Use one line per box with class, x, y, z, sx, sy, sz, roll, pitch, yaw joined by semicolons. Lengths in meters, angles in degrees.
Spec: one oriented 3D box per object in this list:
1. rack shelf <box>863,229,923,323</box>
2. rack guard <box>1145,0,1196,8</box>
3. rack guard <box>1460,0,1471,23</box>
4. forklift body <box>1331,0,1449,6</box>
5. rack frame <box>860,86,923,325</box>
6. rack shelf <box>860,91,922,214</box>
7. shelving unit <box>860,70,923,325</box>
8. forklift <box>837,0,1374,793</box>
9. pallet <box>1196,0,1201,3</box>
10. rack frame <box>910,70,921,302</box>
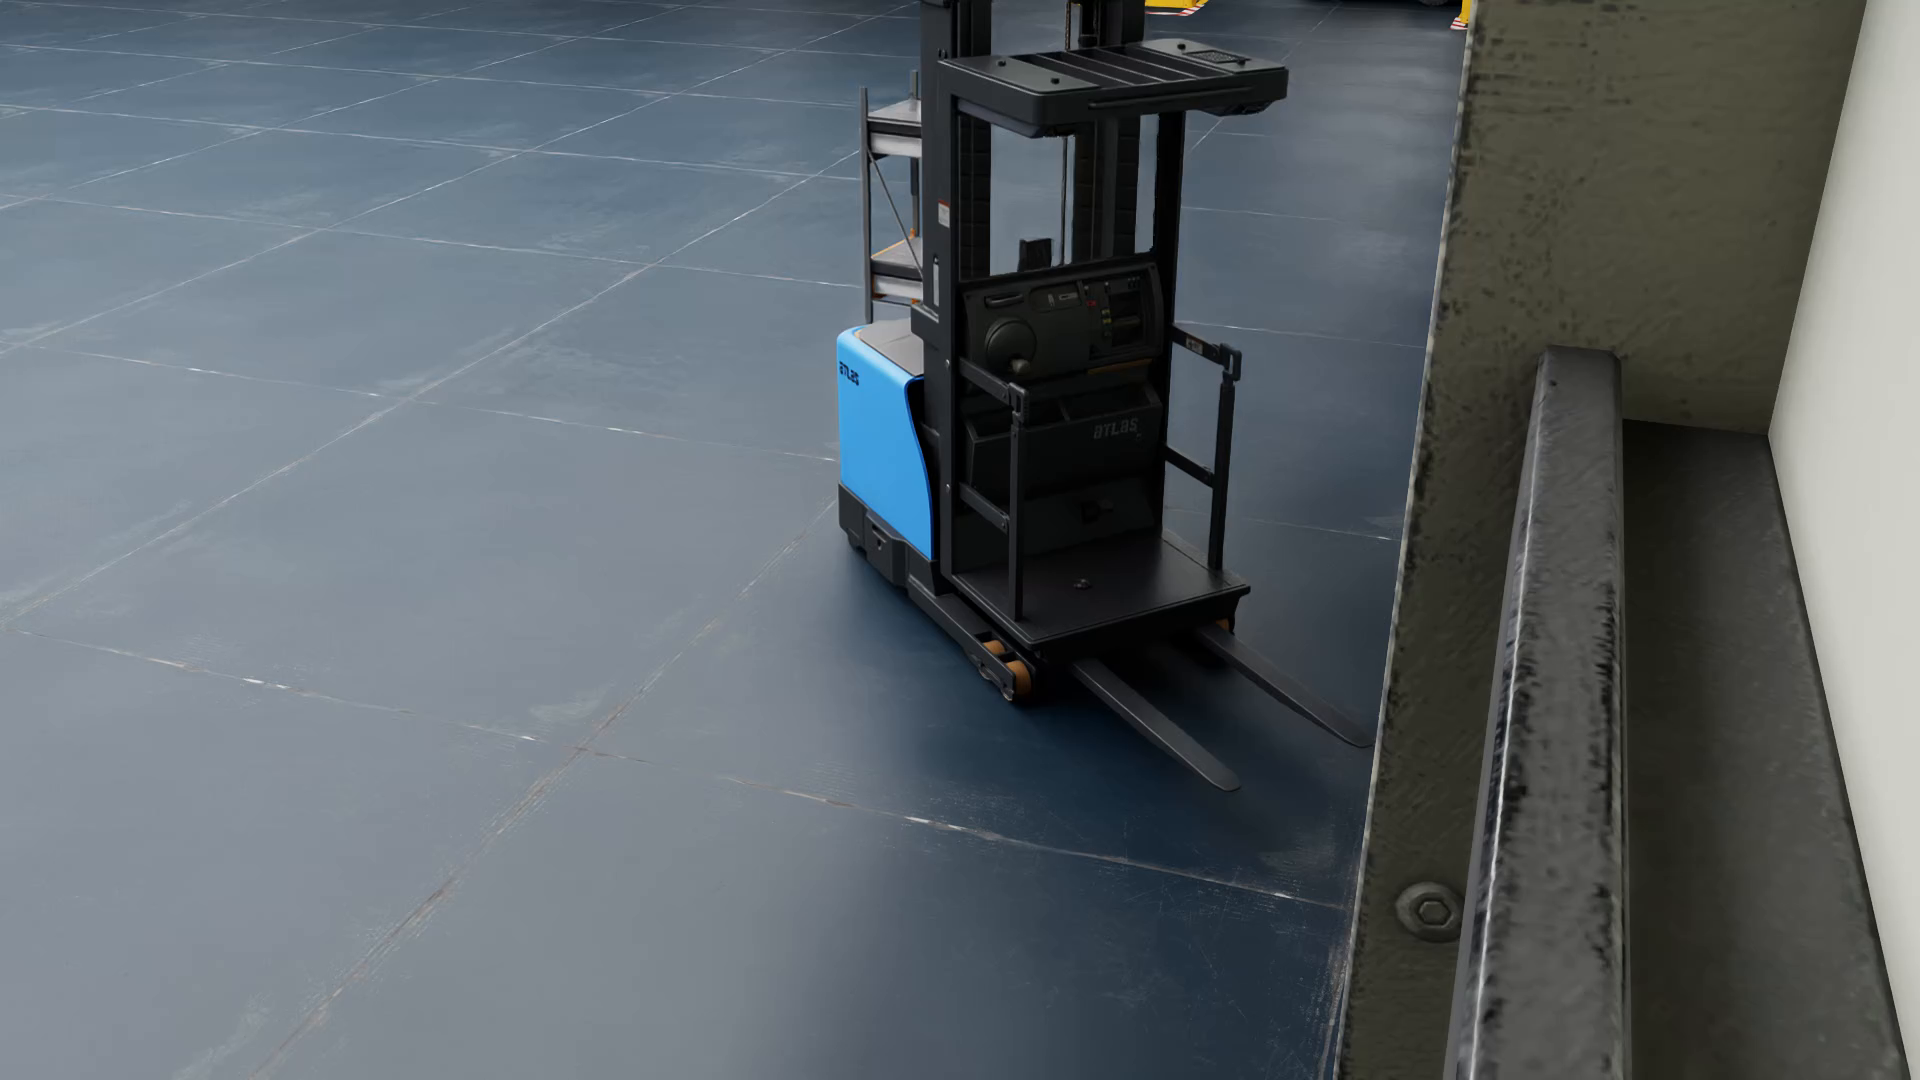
rack shelf;-0.180;-1.241;8.436;0.431;0.518;0.480;13;29;25
rack guard;2.892;-8.143;24.496;1.175;0.500;0.348;9;27;17
rack guard;7.541;-7.384;22.927;1.175;0.500;0.348;9;27;17
forklift body;6.460;-9.181;24.744;2.313;2.155;1.214;9;27;17
rack frame;-0.294;-1.160;8.236;0.400;2.100;0.015;13;29;25
rack shelf;-0.180;-1.871;8.131;0.431;0.518;0.480;13;29;25
shelving unit;-0.180;-1.254;8.430;0.431;2.100;0.503;13;29;25
forklift;0.536;-0.877;6.699;1.130;2.935;3.031;-13;29;-25
pallet;3.196;-8.342;25.237;1.003;0.211;1.213;9;27;17
rack frame;-0.066;-1.348;8.624;0.400;2.100;0.015;13;29;25
